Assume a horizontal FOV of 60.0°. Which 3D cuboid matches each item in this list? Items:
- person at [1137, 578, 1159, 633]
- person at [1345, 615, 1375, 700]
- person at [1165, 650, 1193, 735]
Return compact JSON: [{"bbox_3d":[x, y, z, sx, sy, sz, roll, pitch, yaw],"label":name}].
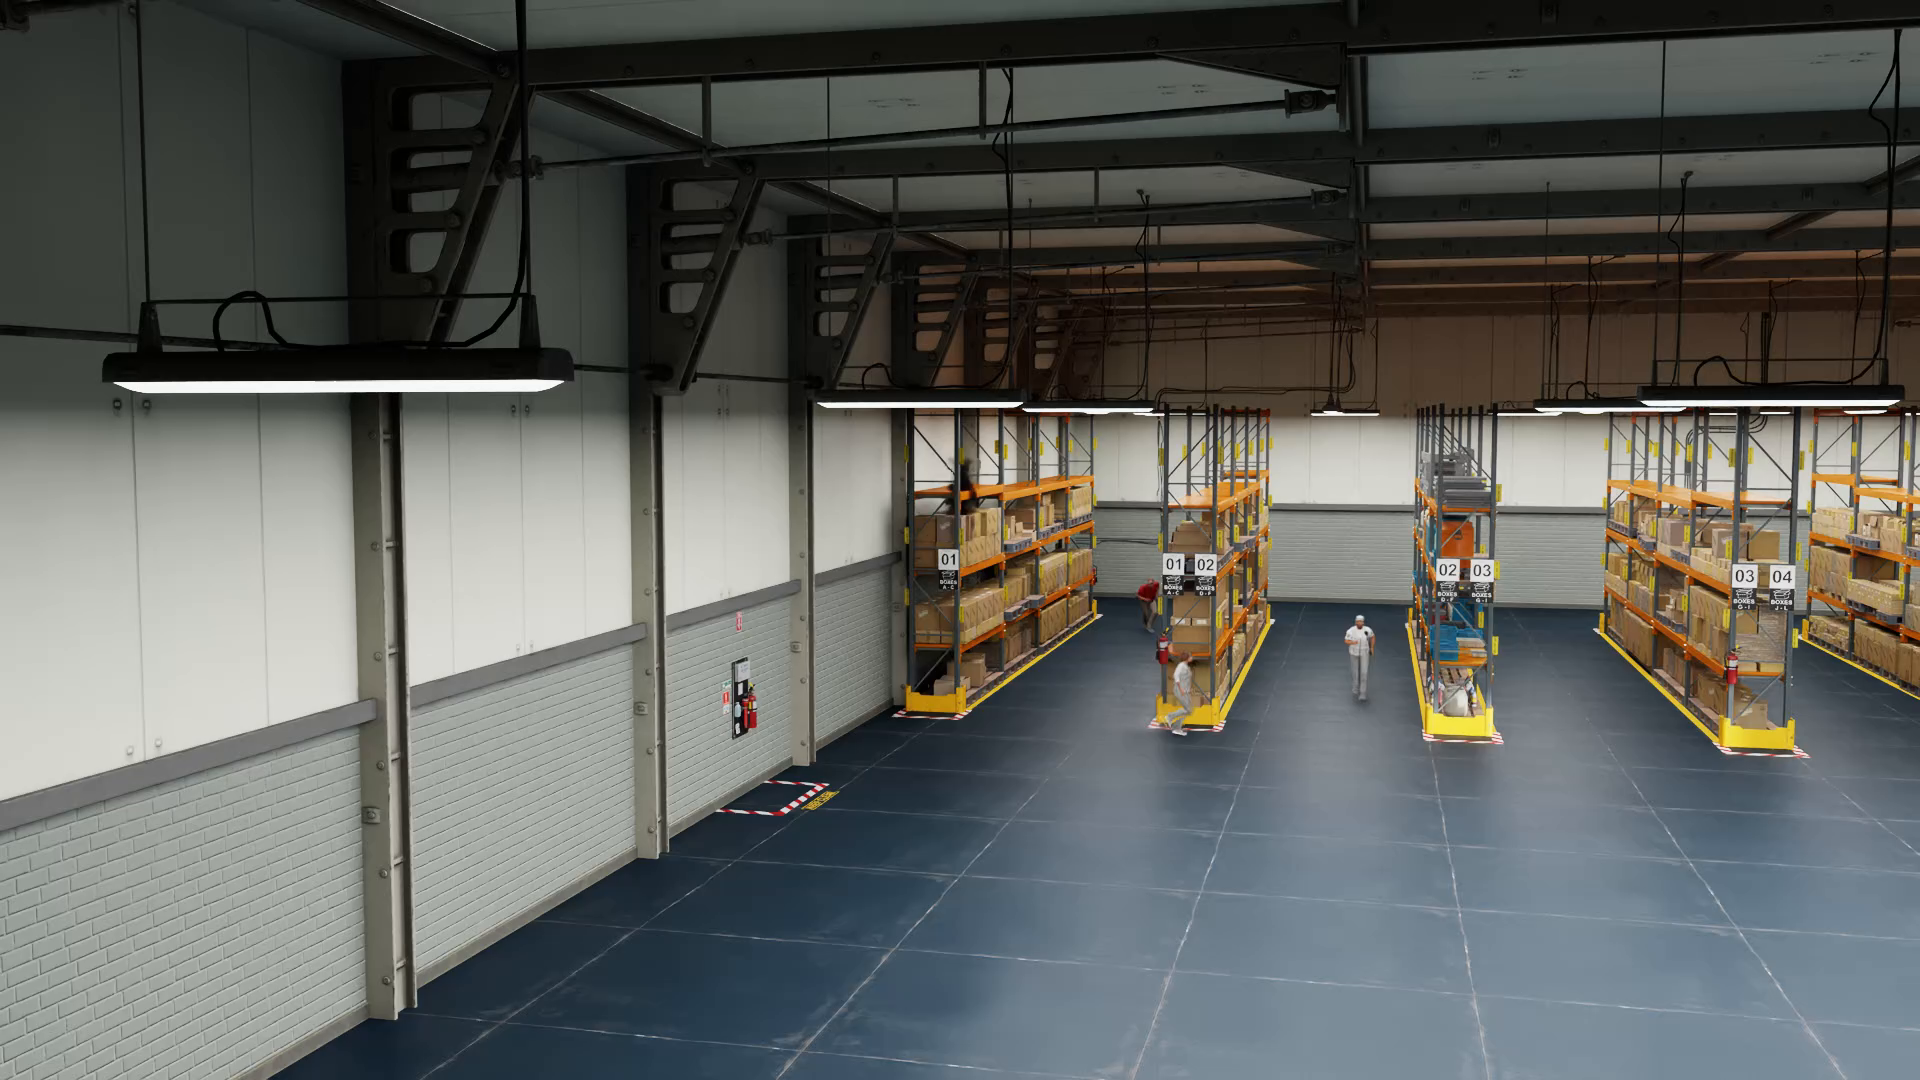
[{"bbox_3d":[5.044,1.734,44.888,0.658,1.517,1.148,-1,4,-9],"label":"person"},{"bbox_3d":[8.226,2.391,34.244,0.597,1.712,0.852,1,4,13],"label":"person"},{"bbox_3d":[3.967,2.764,30.116,0.506,1.561,0.612,2,5,23],"label":"person"}]
